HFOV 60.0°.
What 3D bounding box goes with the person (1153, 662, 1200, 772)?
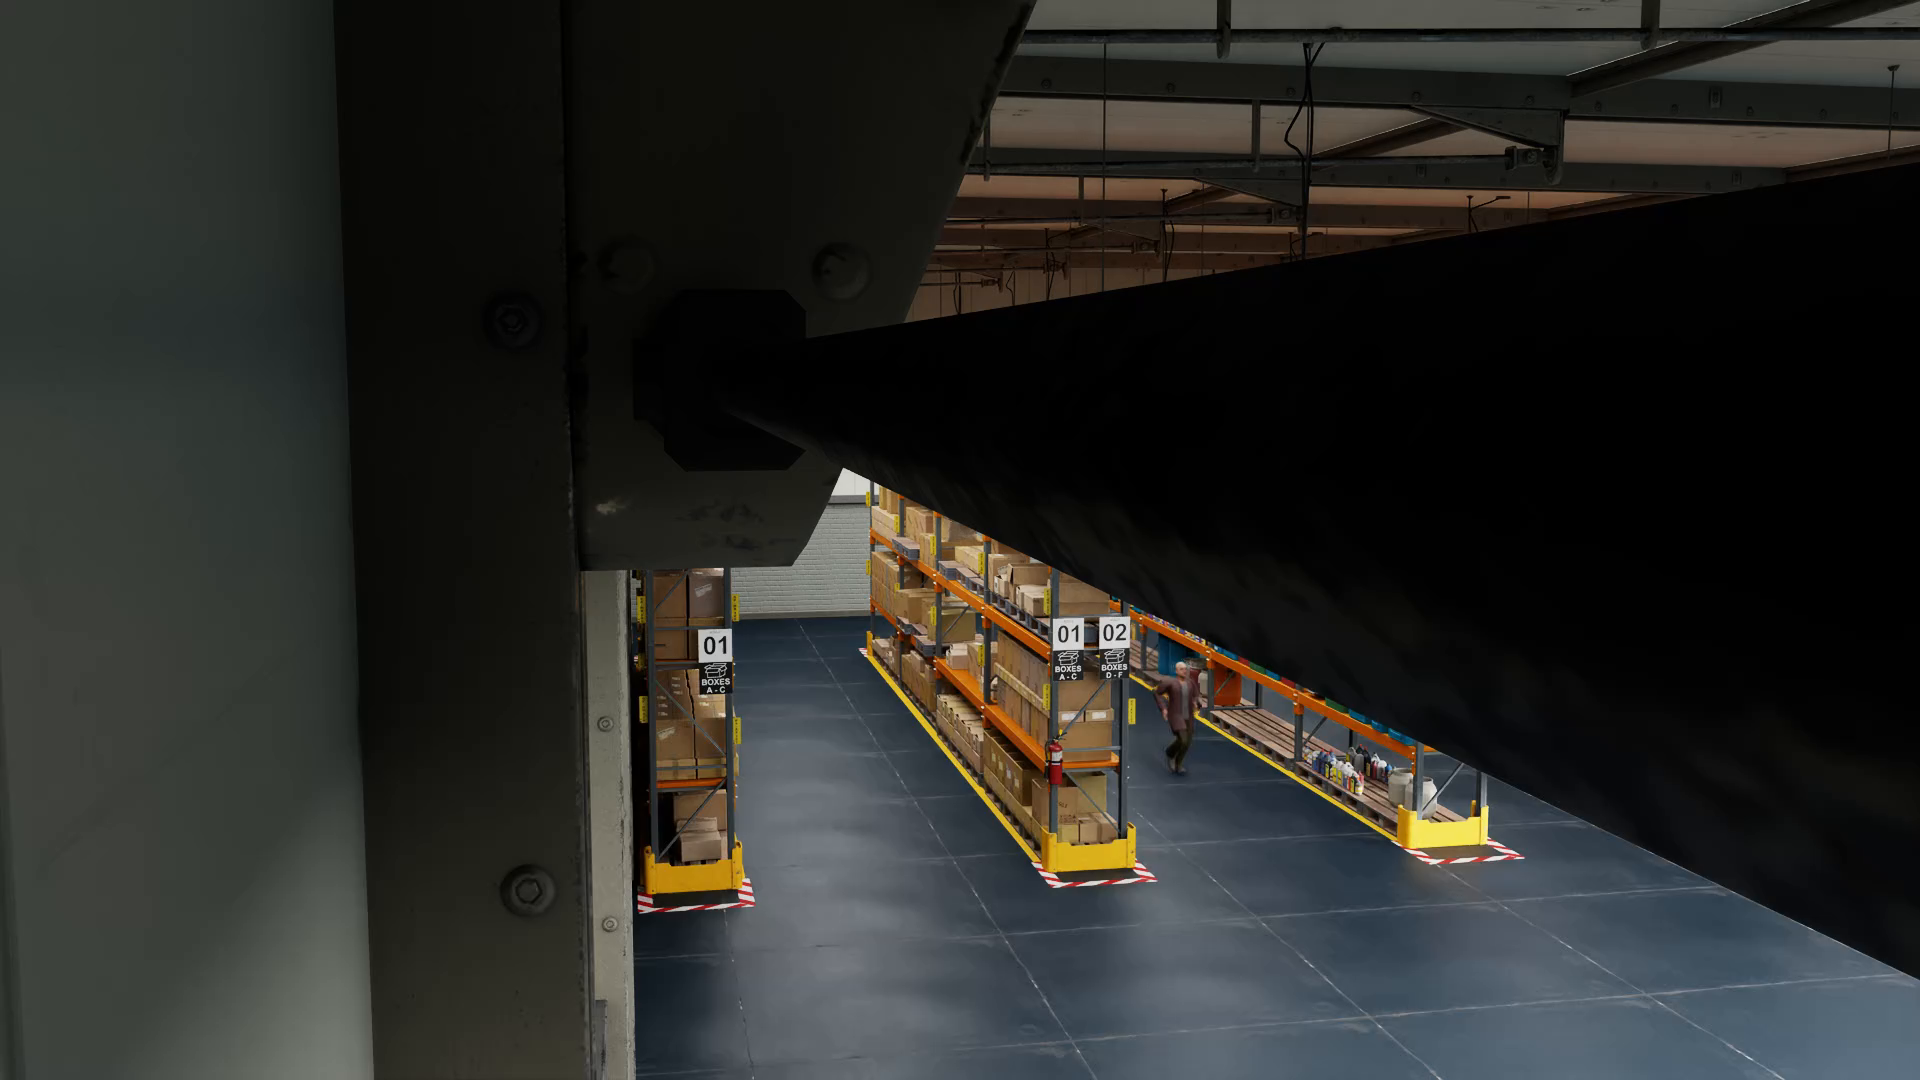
[{"bbox_3d":[3.443,2.863,25.789,0.691,1.544,0.648,-3,7,-25],"label":"person"}]
